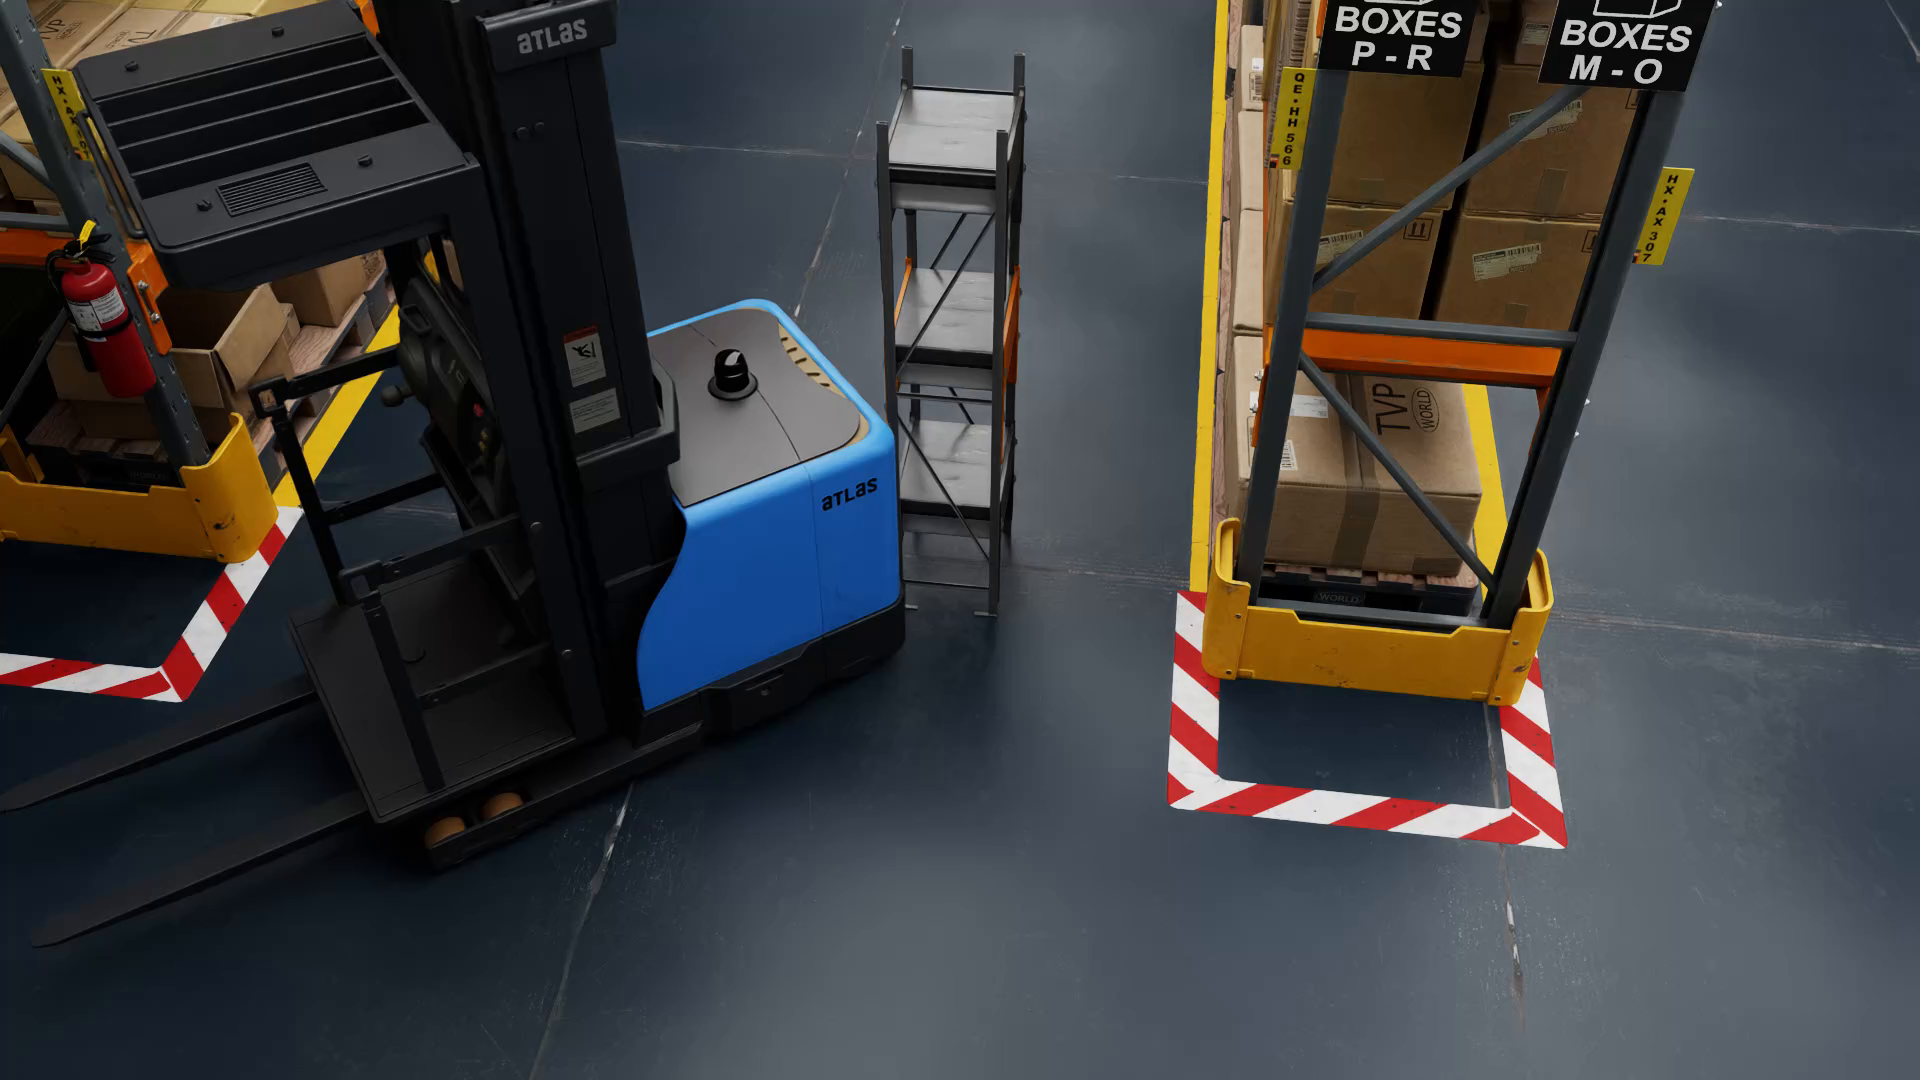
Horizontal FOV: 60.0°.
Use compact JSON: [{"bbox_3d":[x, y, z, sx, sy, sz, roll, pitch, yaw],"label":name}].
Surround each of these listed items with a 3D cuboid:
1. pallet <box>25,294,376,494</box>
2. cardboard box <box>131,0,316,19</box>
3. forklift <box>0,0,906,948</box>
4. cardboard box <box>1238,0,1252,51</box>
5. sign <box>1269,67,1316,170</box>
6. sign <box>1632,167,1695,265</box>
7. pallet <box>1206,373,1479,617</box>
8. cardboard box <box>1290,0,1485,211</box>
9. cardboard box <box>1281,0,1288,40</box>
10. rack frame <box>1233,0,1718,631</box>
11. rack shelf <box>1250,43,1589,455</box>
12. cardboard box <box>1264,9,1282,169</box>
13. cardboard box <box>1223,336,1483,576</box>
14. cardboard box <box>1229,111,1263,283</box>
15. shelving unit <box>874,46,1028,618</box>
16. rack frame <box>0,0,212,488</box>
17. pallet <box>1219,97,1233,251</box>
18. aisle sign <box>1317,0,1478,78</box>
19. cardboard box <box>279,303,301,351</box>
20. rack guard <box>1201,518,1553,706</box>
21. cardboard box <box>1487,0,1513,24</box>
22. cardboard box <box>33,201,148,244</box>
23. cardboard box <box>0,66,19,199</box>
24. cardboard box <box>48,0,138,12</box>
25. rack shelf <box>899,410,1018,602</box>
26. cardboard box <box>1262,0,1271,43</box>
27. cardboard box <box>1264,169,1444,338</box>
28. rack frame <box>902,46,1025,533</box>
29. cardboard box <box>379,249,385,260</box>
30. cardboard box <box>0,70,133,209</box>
[{"bbox_3d":[-3.299,-0.691,7.326,1.003,0.211,1.213,5,44,6],"label":"pallet"},{"bbox_3d":[-2.956,-2.136,6.717,0.500,0.250,0.500,4,44,5],"label":"cardboard box"},{"bbox_3d":[-1.730,-0.389,5.030,3.031,2.935,1.130,-23,48,-22],"label":"forklift"},{"bbox_3d":[2.039,-3.196,9.184,0.875,0.875,0.875,6,44,7],"label":"cardboard box"},{"bbox_3d":[0.971,-1.225,4.847,0.100,0.325,0.005,5,44,6],"label":"sign"},{"bbox_3d":[2.057,-0.948,4.882,0.100,0.325,0.005,5,44,6],"label":"sign"},{"bbox_3d":[1.536,-0.199,6.807,1.003,0.211,1.213,5,44,6],"label":"pallet"},{"bbox_3d":[1.335,-1.409,5.256,0.500,0.500,0.500,7,44,7],"label":"cardboard box"},{"bbox_3d":[1.444,-2.105,5.991,0.500,0.500,0.500,5,44,5],"label":"cardboard box"},{"bbox_3d":[1.507,-0.659,5.265,1.000,3.000,0.127,5,44,6],"label":"rack frame"},{"bbox_3d":[1.772,-1.761,6.952,1.077,0.370,4.000,5,44,6],"label":"rack shelf"},{"bbox_3d":[1.448,-1.741,6.334,0.500,0.500,0.500,6,44,7],"label":"cardboard box"},{"bbox_3d":[1.496,-0.340,6.486,0.875,0.438,0.875,4,44,4],"label":"cardboard box"},{"bbox_3d":[1.729,-1.579,7.794,0.875,0.438,0.875,4,44,4],"label":"cardboard box"},{"bbox_3d":[-0.022,-0.650,5.909,0.431,2.100,0.503,5,44,6],"label":"shelving unit"},{"bbox_3d":[-3.413,-1.108,5.739,1.000,3.000,0.127,5,44,6],"label":"rack frame"},{"bbox_3d":[1.858,-1.862,8.563,1.003,0.211,1.213,5,44,6],"label":"pallet"},{"bbox_3d":[1.191,-1.582,4.349,0.394,0.787,0.004,5,44,6],"label":"aisle sign"},{"bbox_3d":[-3.144,-0.920,7.308,0.380,0.149,0.250,4,44,4],"label":"cardboard box"},{"bbox_3d":[1.504,0.265,6.107,1.175,0.500,0.348,5,44,6],"label":"rack guard"},{"bbox_3d":[1.793,-1.696,5.088,0.380,0.149,0.250,6,44,7],"label":"cardboard box"},{"bbox_3d":[-3.098,-1.216,6.035,0.380,0.149,0.250,5,44,5],"label":"cardboard box"},{"bbox_3d":[-3.615,-1.499,6.044,0.500,0.250,0.500,6,44,7],"label":"cardboard box"},{"bbox_3d":[-3.476,-2.188,6.771,0.500,0.250,0.500,7,44,7],"label":"cardboard box"},{"bbox_3d":[-0.022,-0.131,6.400,0.431,0.518,0.480,5,44,6],"label":"rack shelf"},{"bbox_3d":[1.572,-2.445,7.078,0.500,0.500,0.500,5,44,6],"label":"cardboard box"},{"bbox_3d":[1.309,-1.048,5.603,0.500,0.500,0.500,5,44,6],"label":"cardboard box"},{"bbox_3d":[0.010,-0.816,6.085,0.400,2.100,0.015,5,44,6],"label":"rack frame"},{"bbox_3d":[-2.918,-1.691,7.867,0.500,0.500,0.500,6,44,6],"label":"cardboard box"},{"bbox_3d":[-3.086,-1.446,5.989,0.500,0.250,0.500,5,44,6],"label":"cardboard box"}]
